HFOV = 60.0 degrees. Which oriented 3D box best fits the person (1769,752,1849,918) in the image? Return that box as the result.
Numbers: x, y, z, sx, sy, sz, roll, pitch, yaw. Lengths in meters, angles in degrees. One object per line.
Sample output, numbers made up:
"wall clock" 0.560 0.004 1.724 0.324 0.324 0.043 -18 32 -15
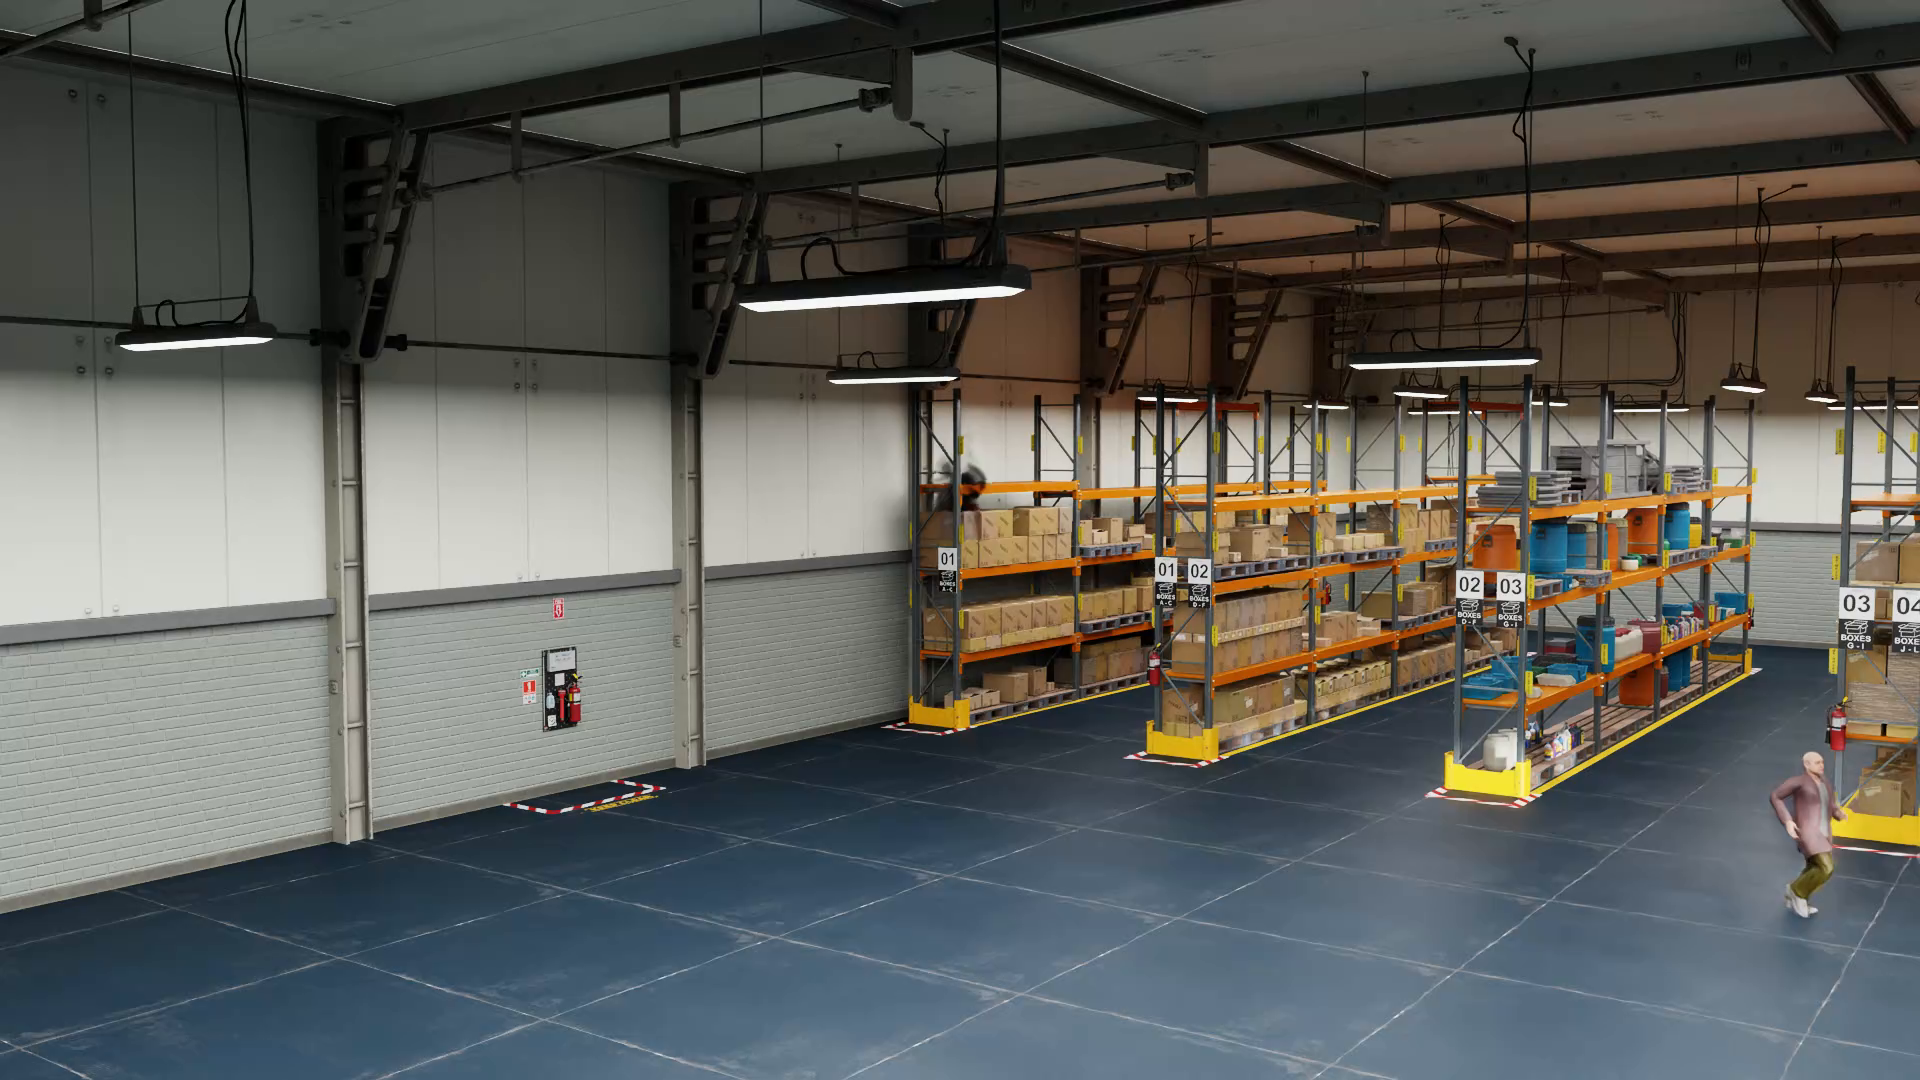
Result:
"person" 9.023 3.115 17.549 0.685 1.747 0.712 -2 4 -27
